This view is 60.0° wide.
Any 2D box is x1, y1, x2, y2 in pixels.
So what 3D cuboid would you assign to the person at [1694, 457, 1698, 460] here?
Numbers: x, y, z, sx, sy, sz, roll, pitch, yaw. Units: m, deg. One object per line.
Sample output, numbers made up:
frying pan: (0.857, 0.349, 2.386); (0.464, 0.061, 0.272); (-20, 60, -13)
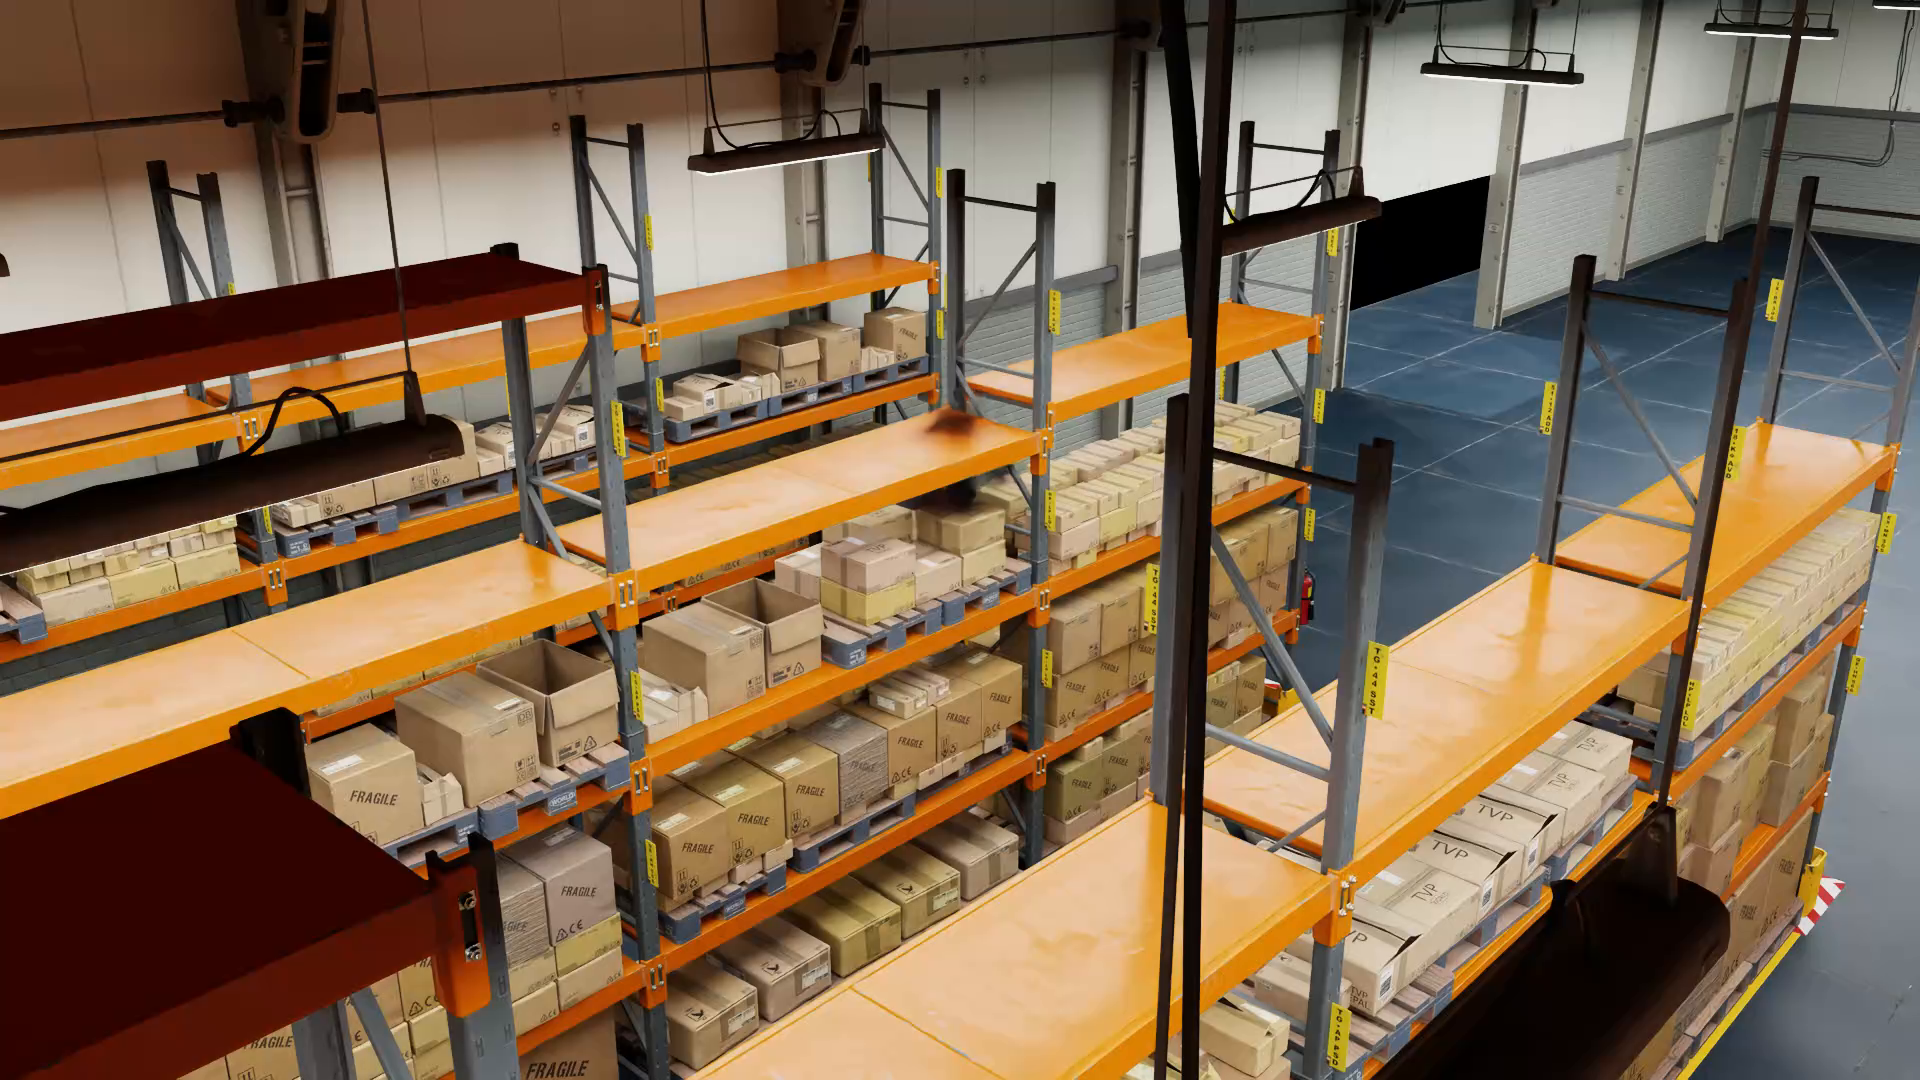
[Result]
person: (8.725, -0.123, 19.972); (0.670, 1.827, 0.767); (1, 21, 2)
